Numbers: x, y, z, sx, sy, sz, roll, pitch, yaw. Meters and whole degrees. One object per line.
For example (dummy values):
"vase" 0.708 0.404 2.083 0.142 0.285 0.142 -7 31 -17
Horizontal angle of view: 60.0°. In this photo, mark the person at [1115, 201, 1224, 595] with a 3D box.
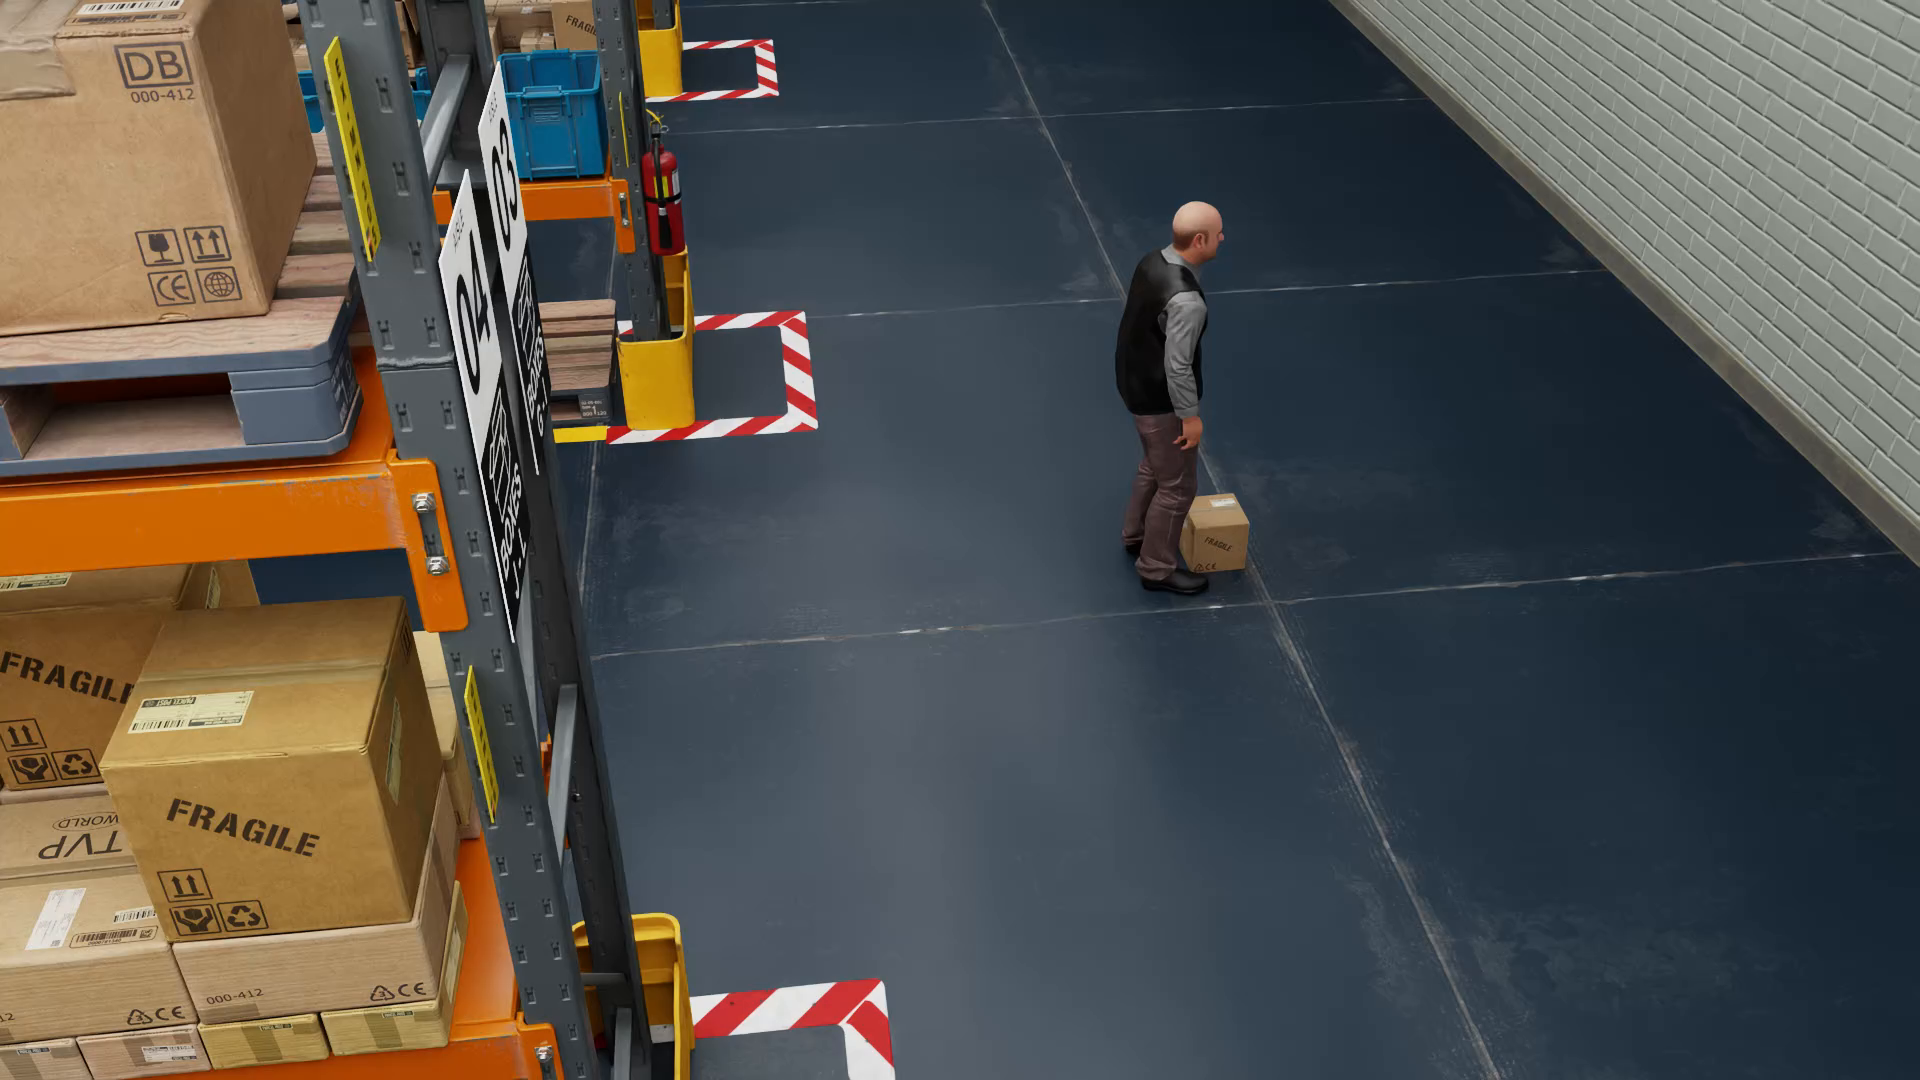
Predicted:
"person" 0.864 -0.609 7.049 0.414 1.721 0.580 -5 35 -7
